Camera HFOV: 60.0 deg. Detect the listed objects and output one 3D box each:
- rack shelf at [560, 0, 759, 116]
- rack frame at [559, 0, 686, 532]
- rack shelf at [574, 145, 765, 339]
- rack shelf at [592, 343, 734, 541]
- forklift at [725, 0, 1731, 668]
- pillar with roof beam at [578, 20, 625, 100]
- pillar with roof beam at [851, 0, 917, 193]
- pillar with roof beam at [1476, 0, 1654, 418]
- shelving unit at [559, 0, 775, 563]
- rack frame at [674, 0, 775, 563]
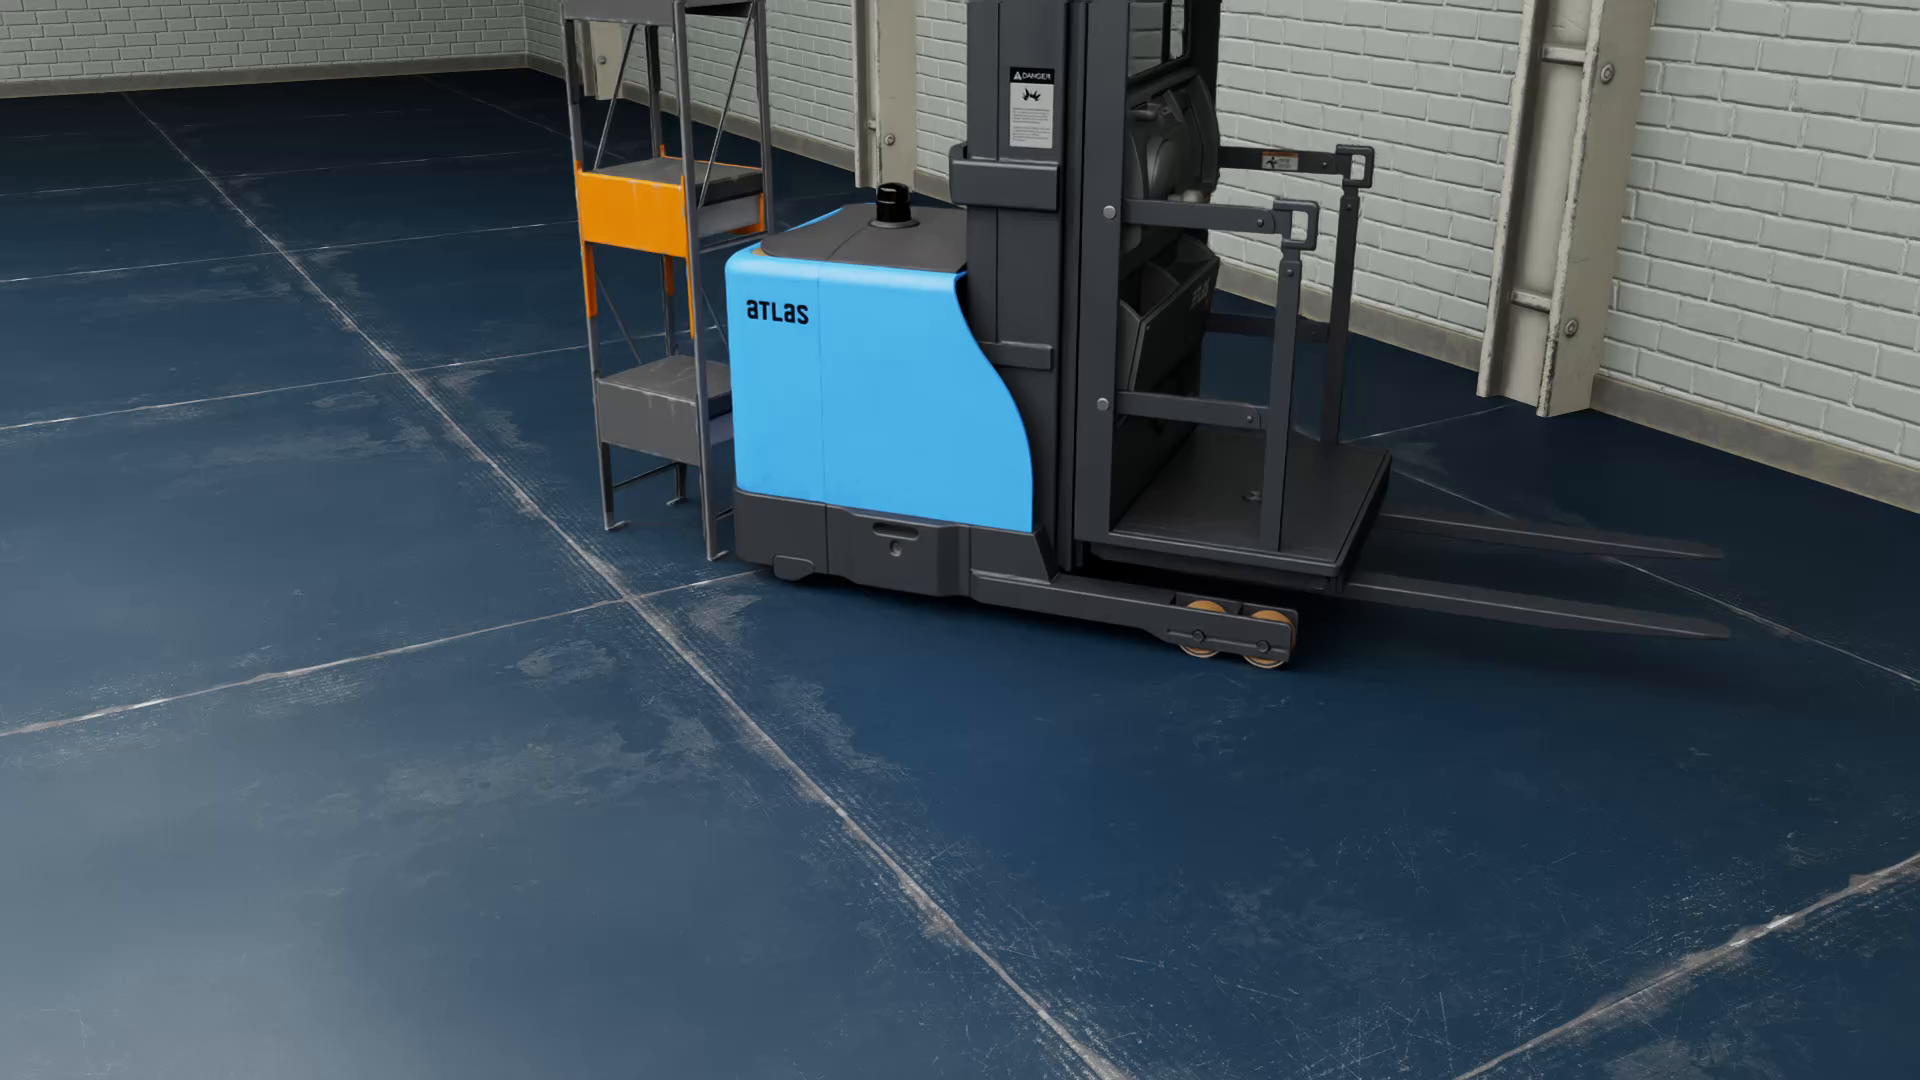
[{"bbox_3d":[-0.937,-1.648,5.254,0.480,0.518,0.431,15,26,32],"label":"rack shelf"},{"bbox_3d":[-1.138,-1.064,5.641,0.015,2.100,0.400,15,26,32],"label":"rack frame"},{"bbox_3d":[-0.937,-0.999,5.518,0.480,0.518,0.431,15,26,32],"label":"rack shelf"},{"bbox_3d":[-0.937,-0.351,5.781,0.480,0.518,0.431,15,26,32],"label":"rack shelf"},{"bbox_3d":[0.824,-1.208,4.890,3.031,2.935,1.130,8,24,20],"label":"forklift"},{"bbox_3d":[-7.302,-7.841,13.151,9.100,9.000,0.400,-13,25,-28],"label":"pillar with roof beam"},{"bbox_3d":[-4.237,-5.898,8.372,9.100,9.000,0.400,-13,25,-28],"label":"pillar with roof beam"},{"bbox_3d":[-1.172,-3.956,3.594,9.100,9.000,0.400,-13,25,-28],"label":"pillar with roof beam"},{"bbox_3d":[-0.937,-1.012,5.512,0.503,2.100,0.431,15,26,32],"label":"shelving unit"},{"bbox_3d":[-0.736,-0.960,5.384,0.015,2.100,0.400,15,26,32],"label":"rack frame"}]
